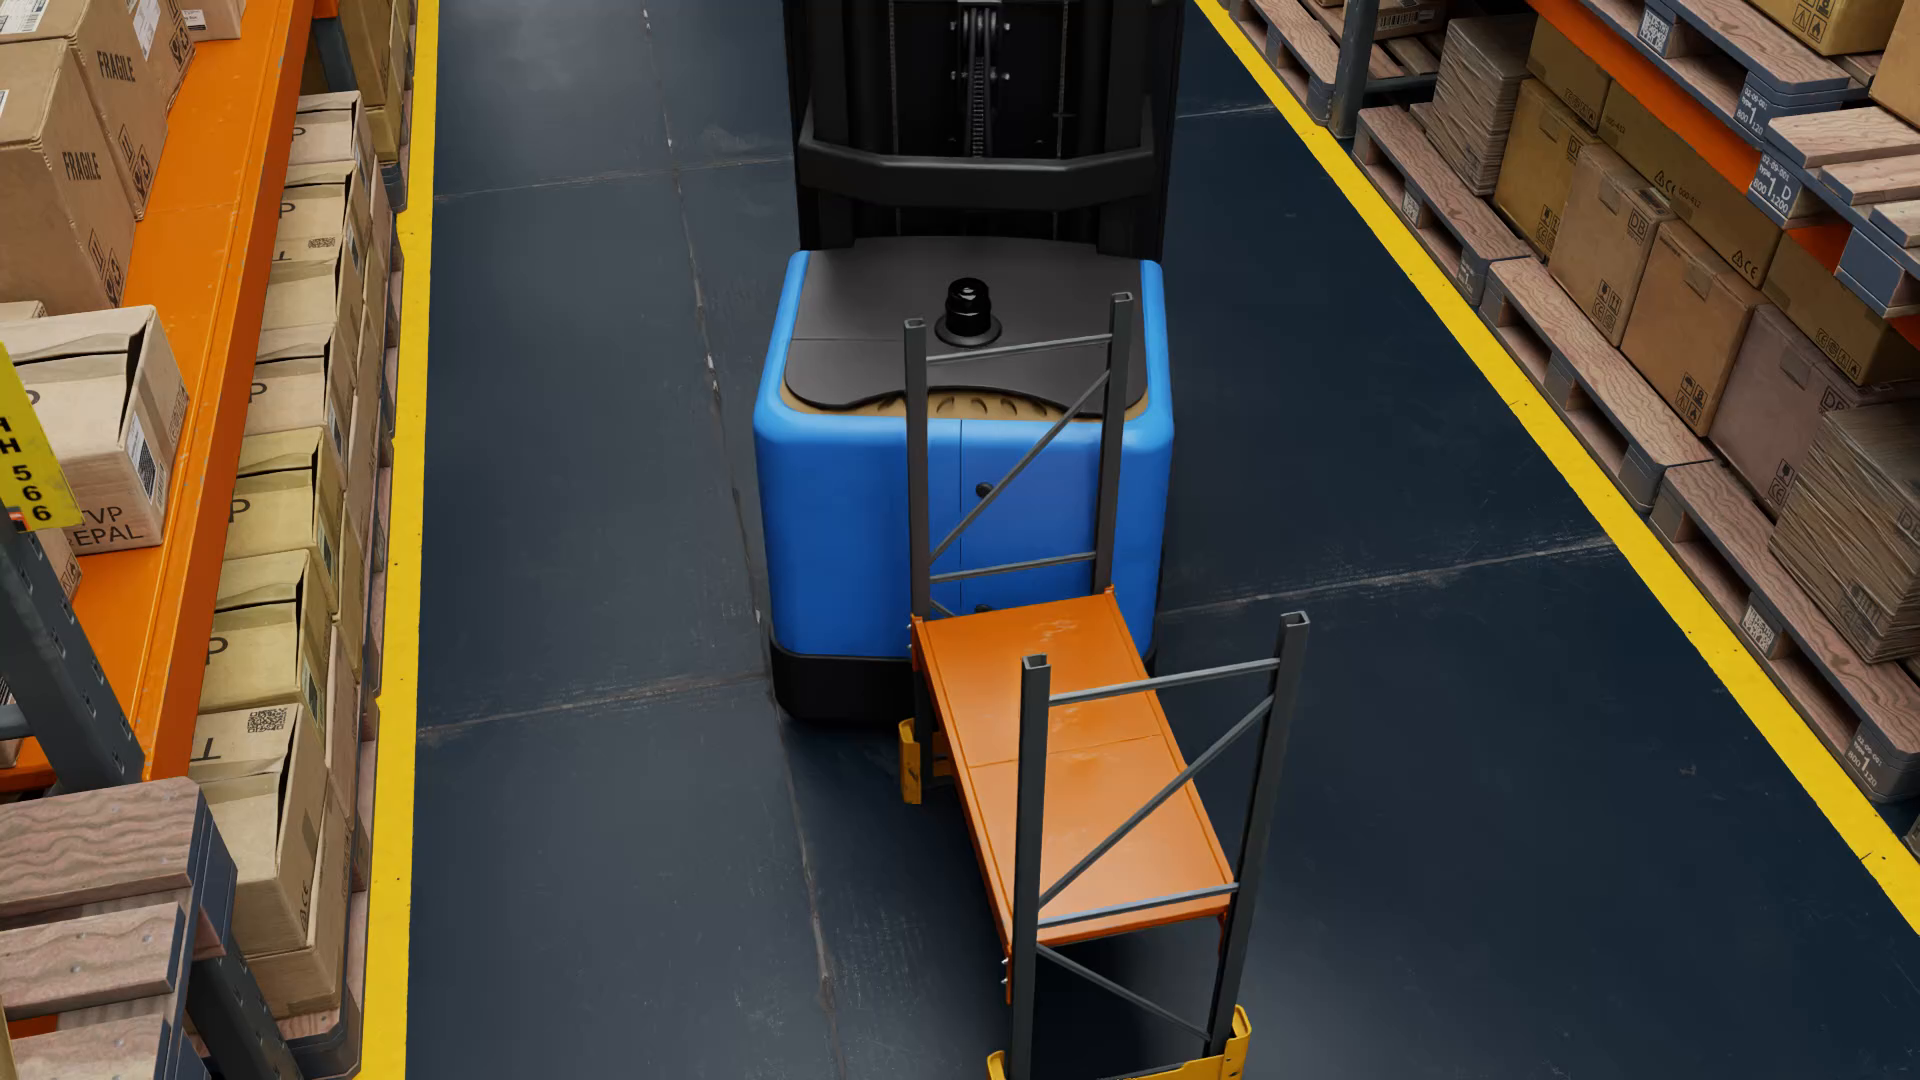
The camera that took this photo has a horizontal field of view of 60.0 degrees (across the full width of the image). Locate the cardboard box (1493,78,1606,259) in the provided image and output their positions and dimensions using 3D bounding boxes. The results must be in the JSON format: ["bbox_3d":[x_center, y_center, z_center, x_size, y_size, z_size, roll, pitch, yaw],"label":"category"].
[{"bbox_3d":[2.443,-1.385,6.102,0.700,0.500,0.500,-9,42,-10],"label":"cardboard box"}]

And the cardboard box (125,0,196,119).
[{"bbox_3d":[-2.465,-1.441,4.539,0.500,0.500,0.500,-6,42,-6],"label":"cardboard box"}]

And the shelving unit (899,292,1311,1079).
[{"bbox_3d":[0.241,0.405,3.664,0.587,1.500,1.083,-8,42,-9],"label":"shelving unit"}]

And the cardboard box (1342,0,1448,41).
[{"bbox_3d":[1.962,-2.405,7.503,0.380,0.166,0.250,-14,43,-15],"label":"cardboard box"}]

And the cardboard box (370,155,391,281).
[{"bbox_3d":[-2.356,-1.147,6.037,0.500,0.250,0.500,-9,42,-10],"label":"cardboard box"}]

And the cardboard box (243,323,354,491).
[{"bbox_3d":[-2.033,-0.376,4.746,0.500,0.311,0.500,-9,42,-10],"label":"cardboard box"}]

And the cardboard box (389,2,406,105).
[{"bbox_3d":[-2.636,-2.043,7.047,0.500,0.250,0.500,-8,42,-9],"label":"cardboard box"}]

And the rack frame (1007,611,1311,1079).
[{"bbox_3d":[0.350,0.729,3.300,0.500,1.500,0.032,-8,42,-9],"label":"rack frame"}]

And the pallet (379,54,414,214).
[{"bbox_3d":[-2.860,-1.724,7.033,1.003,0.211,1.213,-8,42,-9],"label":"pallet"}]

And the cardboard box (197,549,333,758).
[{"bbox_3d":[-1.813,0.288,3.998,0.500,0.311,0.500,-9,42,-10],"label":"cardboard box"}]

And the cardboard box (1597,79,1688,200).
[{"bbox_3d":[2.497,-1.371,5.522,0.500,0.250,0.500,-9,42,-11],"label":"cardboard box"}]

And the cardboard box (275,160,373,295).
[{"bbox_3d":[-2.243,-1.026,5.479,0.500,0.311,0.500,-7,42,-8],"label":"cardboard box"}]

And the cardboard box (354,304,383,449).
[{"bbox_3d":[-2.138,-0.487,5.294,0.500,0.250,0.500,-7,42,-8],"label":"cardboard box"}]

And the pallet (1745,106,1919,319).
[{"bbox_3d":[2.713,-0.740,3.968,1.213,0.211,1.003,-8,42,-9],"label":"pallet"}]

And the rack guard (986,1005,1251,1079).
[{"bbox_3d":[0.350,1.195,3.715,0.587,0.250,0.087,-8,42,-9],"label":"rack guard"}]

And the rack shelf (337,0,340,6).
[{"bbox_3d":[-3.161,-3.273,7.219,1.077,0.370,4.000,-8,42,-9],"label":"rack shelf"}]

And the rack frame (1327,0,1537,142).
[{"bbox_3d":[2.107,-2.958,6.322,1.000,3.000,0.127,-8,42,-9],"label":"rack frame"}]

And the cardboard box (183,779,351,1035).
[{"bbox_3d":[-1.692,0.837,3.802,0.500,0.250,0.500,-8,42,-9],"label":"cardboard box"}]

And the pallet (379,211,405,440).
[{"bbox_3d":[-2.532,-0.730,5.914,1.003,0.211,1.213,-8,42,-9],"label":"pallet"}]

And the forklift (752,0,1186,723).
[{"bbox_3d":[0.076,-1.540,4.777,1.130,2.935,3.031,2,42,2],"label":"forklift"}]

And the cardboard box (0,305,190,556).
[{"bbox_3d":[-1.869,-0.227,3.313,0.500,0.311,0.500,-9,42,-10],"label":"cardboard box"}]

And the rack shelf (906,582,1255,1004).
[{"bbox_3d":[0.239,0.534,3.790,0.538,0.185,1.000,-8,42,-9],"label":"rack shelf"}]

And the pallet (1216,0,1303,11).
[{"bbox_3d":[1.661,-3.137,8.625,1.003,0.211,1.213,-8,42,-9],"label":"pallet"}]

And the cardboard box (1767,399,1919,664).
[{"bbox_3d":[2.764,-0.054,4.602,0.700,0.500,0.500,-8,42,-9],"label":"cardboard box"}]

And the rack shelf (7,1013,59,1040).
[{"bbox_3d":[-1.434,1.913,1.377,1.077,0.370,4.000,-8,42,-9],"label":"rack shelf"}]

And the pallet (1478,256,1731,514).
[{"bbox_3d":[2.543,-0.618,5.787,1.003,0.211,1.213,-8,42,-9],"label":"pallet"}]

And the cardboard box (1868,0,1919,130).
[{"bbox_3d":[2.712,-1.228,3.967,0.700,0.500,0.500,-12,43,-13],"label":"cardboard box"}]

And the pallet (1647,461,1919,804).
[{"bbox_3d":[2.803,0.171,4.898,1.003,0.211,1.213,-8,42,-9],"label":"pallet"}]

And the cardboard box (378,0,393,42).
[{"bbox_3d":[-2.639,-2.323,6.797,0.500,0.500,0.500,-8,42,-9],"label":"cardboard box"}]

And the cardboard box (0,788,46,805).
[{"bbox_3d":[-2.219,0.705,3.529,0.500,0.311,0.500,-7,42,-8],"label":"cardboard box"}]

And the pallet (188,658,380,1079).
[{"bbox_3d":[-2.005,0.851,4.132,1.003,0.211,1.213,-8,42,-9],"label":"pallet"}]

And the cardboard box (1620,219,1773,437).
[{"bbox_3d":[2.632,-0.722,5.356,0.700,0.500,0.500,-9,42,-10],"label":"cardboard box"}]

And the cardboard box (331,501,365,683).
[{"bbox_3d":[-1.919,0.175,4.548,0.500,0.250,0.500,-9,42,-10],"label":"cardboard box"}]

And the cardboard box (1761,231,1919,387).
[{"bbox_3d":[2.702,-0.713,4.780,0.500,0.250,0.500,-8,42,-8],"label":"cardboard box"}]

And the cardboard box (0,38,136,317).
[{"bbox_3d":[-2.244,-0.775,3.788,0.500,0.500,0.500,-10,43,-12],"label":"cardboard box"}]
